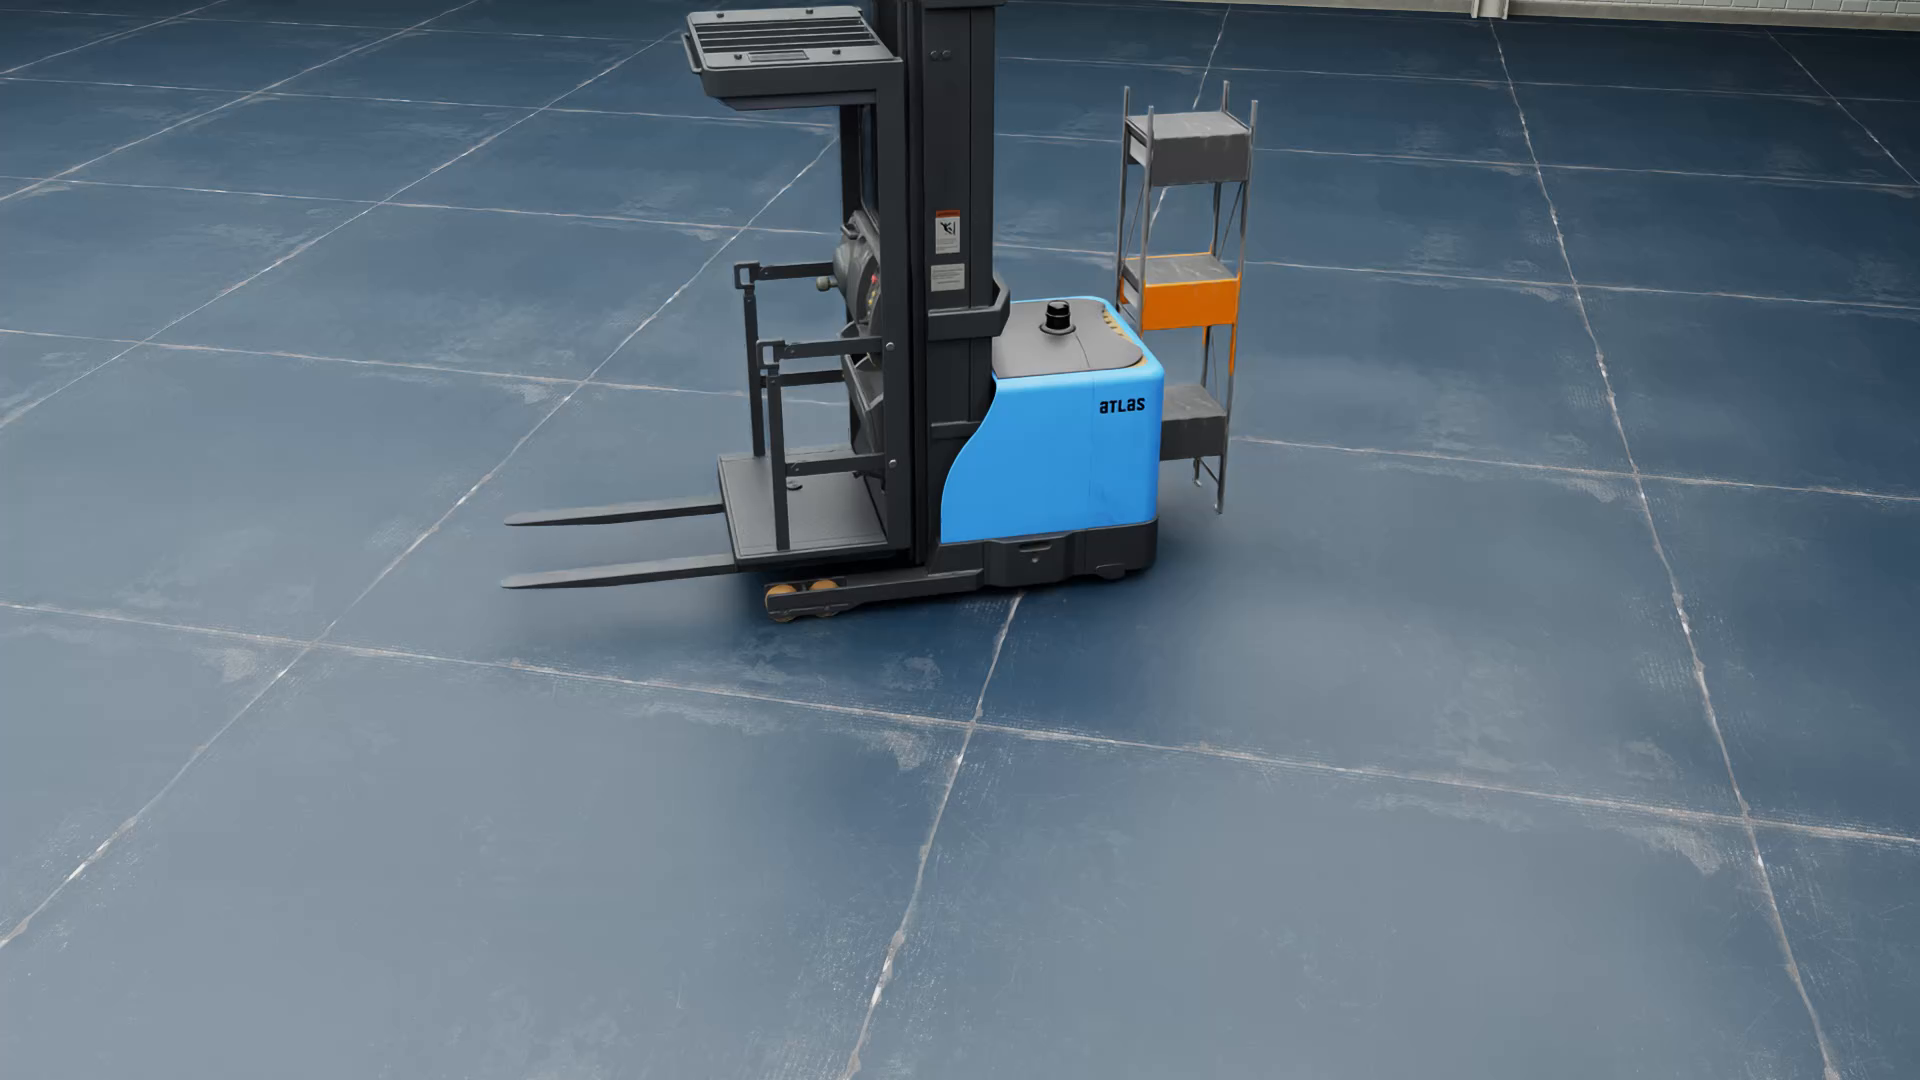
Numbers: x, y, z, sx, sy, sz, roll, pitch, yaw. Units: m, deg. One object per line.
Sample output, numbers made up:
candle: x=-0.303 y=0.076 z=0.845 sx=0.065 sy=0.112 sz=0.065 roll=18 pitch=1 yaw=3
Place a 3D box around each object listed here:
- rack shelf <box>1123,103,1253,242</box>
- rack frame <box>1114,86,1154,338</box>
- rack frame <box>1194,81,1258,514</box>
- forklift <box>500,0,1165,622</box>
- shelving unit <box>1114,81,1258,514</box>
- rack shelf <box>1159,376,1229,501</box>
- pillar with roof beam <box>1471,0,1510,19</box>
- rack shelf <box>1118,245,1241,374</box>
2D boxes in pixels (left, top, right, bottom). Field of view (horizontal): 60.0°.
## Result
rack shelf: x=1.052 y=-1.724 z=7.783 sx=0.480 sy=0.518 sz=0.431 roll=-6 pitch=29 yaw=-11
rack frame: x=0.814 y=-1.097 z=8.068 sx=0.015 sy=2.100 sz=0.400 roll=-6 pitch=29 yaw=-11
rack frame: x=1.291 y=-1.147 z=8.158 sx=0.015 sy=2.100 sz=0.400 roll=-6 pitch=29 yaw=-11
forklift: x=-0.636 y=-1.191 z=7.373 sx=3.031 sy=2.935 sz=1.130 roll=-6 pitch=29 yaw=-11
shelving unit: x=1.052 y=-1.122 z=8.113 sx=0.503 sy=2.100 sz=0.431 roll=-6 pitch=29 yaw=-11
rack shelf: x=1.052 y=-0.496 z=8.456 sx=0.480 sy=0.518 sz=0.431 roll=-6 pitch=29 yaw=-11
pillar with roof beam: x=5.285 y=-8.057 z=13.596 sx=0.400 sy=9.000 sz=9.100 roll=6 pitch=29 yaw=11
rack shelf: x=1.052 y=-1.110 z=8.119 sx=0.480 sy=0.518 sz=0.431 roll=-6 pitch=29 yaw=-11
